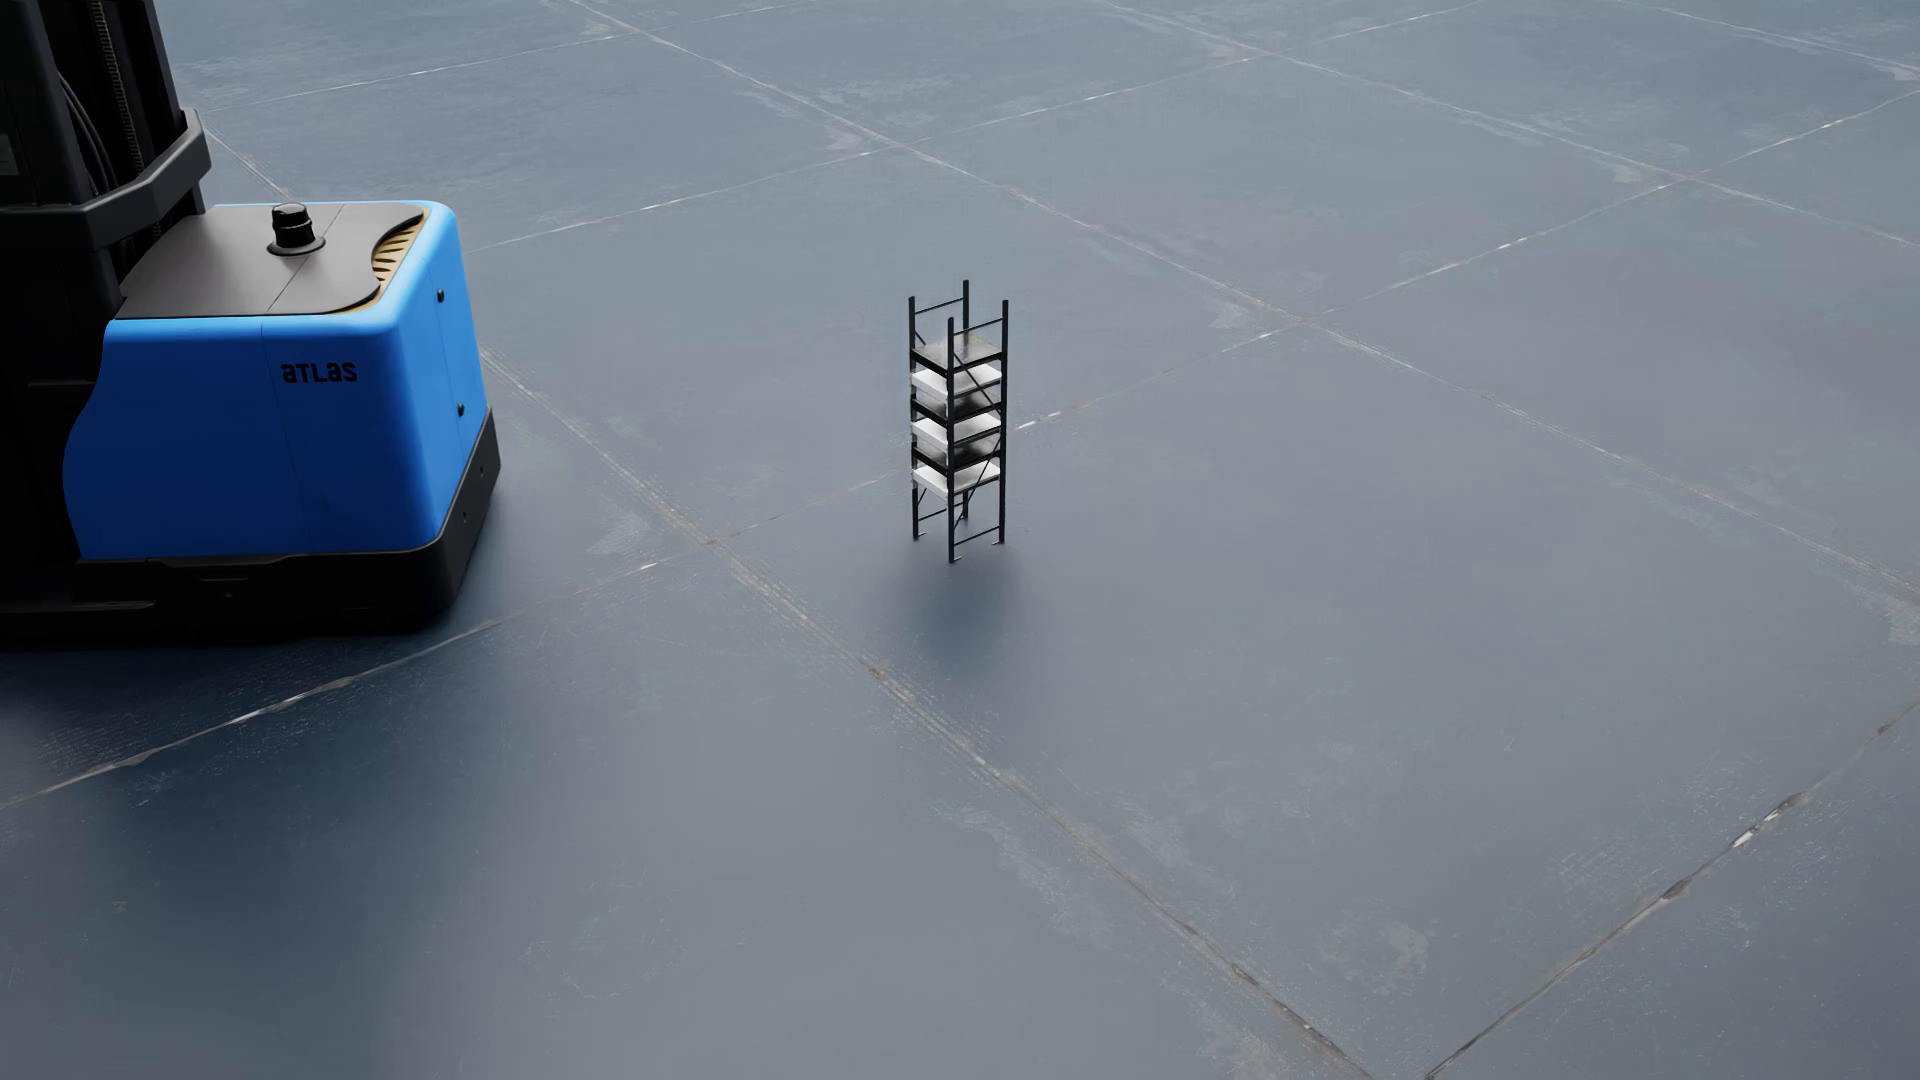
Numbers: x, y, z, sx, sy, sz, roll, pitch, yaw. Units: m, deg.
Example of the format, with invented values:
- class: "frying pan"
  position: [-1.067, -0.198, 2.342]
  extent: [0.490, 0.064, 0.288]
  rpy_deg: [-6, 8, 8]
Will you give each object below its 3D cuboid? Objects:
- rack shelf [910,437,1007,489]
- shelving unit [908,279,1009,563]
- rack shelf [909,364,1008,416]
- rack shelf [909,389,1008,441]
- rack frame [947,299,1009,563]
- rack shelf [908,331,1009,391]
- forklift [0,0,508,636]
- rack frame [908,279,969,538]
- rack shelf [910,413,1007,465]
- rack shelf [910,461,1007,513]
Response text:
- class: "rack shelf"
  position: [-0.005, -0.281, 5.583]
  extent: [0.258, 0.077, 0.200]
  rpy_deg: [-22, 38, -31]
- class: "shelving unit"
  position: [-0.005, -0.386, 5.518]
  extent: [0.258, 0.900, 0.210]
  rpy_deg: [-22, 38, -31]
- class: "rack shelf"
  position: [-0.005, -0.510, 5.441]
  extent: [0.258, 0.077, 0.200]
  rpy_deg: [-22, 38, -31]
- class: "rack shelf"
  position: [-0.005, -0.434, 5.488]
  extent: [0.258, 0.077, 0.200]
  rpy_deg: [-22, 38, -31]
- class: "rack frame"
  position: [0.057, -0.343, 5.450]
  extent: [0.240, 0.900, 0.006]
  rpy_deg: [-22, 38, -31]
- class: "rack shelf"
  position: [-0.005, -0.587, 5.393]
  extent: [0.258, 0.077, 0.200]
  rpy_deg: [-22, 38, -31]
- class: "forklift"
  position: [-3.128, -1.177, 4.866]
  extent: [3.031, 2.935, 1.130]
  rpy_deg: [-2, 32, -3]
- class: "rack frame"
  position: [-0.067, -0.428, 5.586]
  extent: [0.240, 0.900, 0.006]
  rpy_deg: [-22, 38, -31]
- class: "rack shelf"
  position: [-0.005, -0.357, 5.536]
  extent: [0.258, 0.077, 0.200]
  rpy_deg: [-22, 38, -31]
- class: "rack shelf"
  position: [-0.005, -0.204, 5.631]
  extent: [0.258, 0.077, 0.200]
  rpy_deg: [-22, 38, -31]
